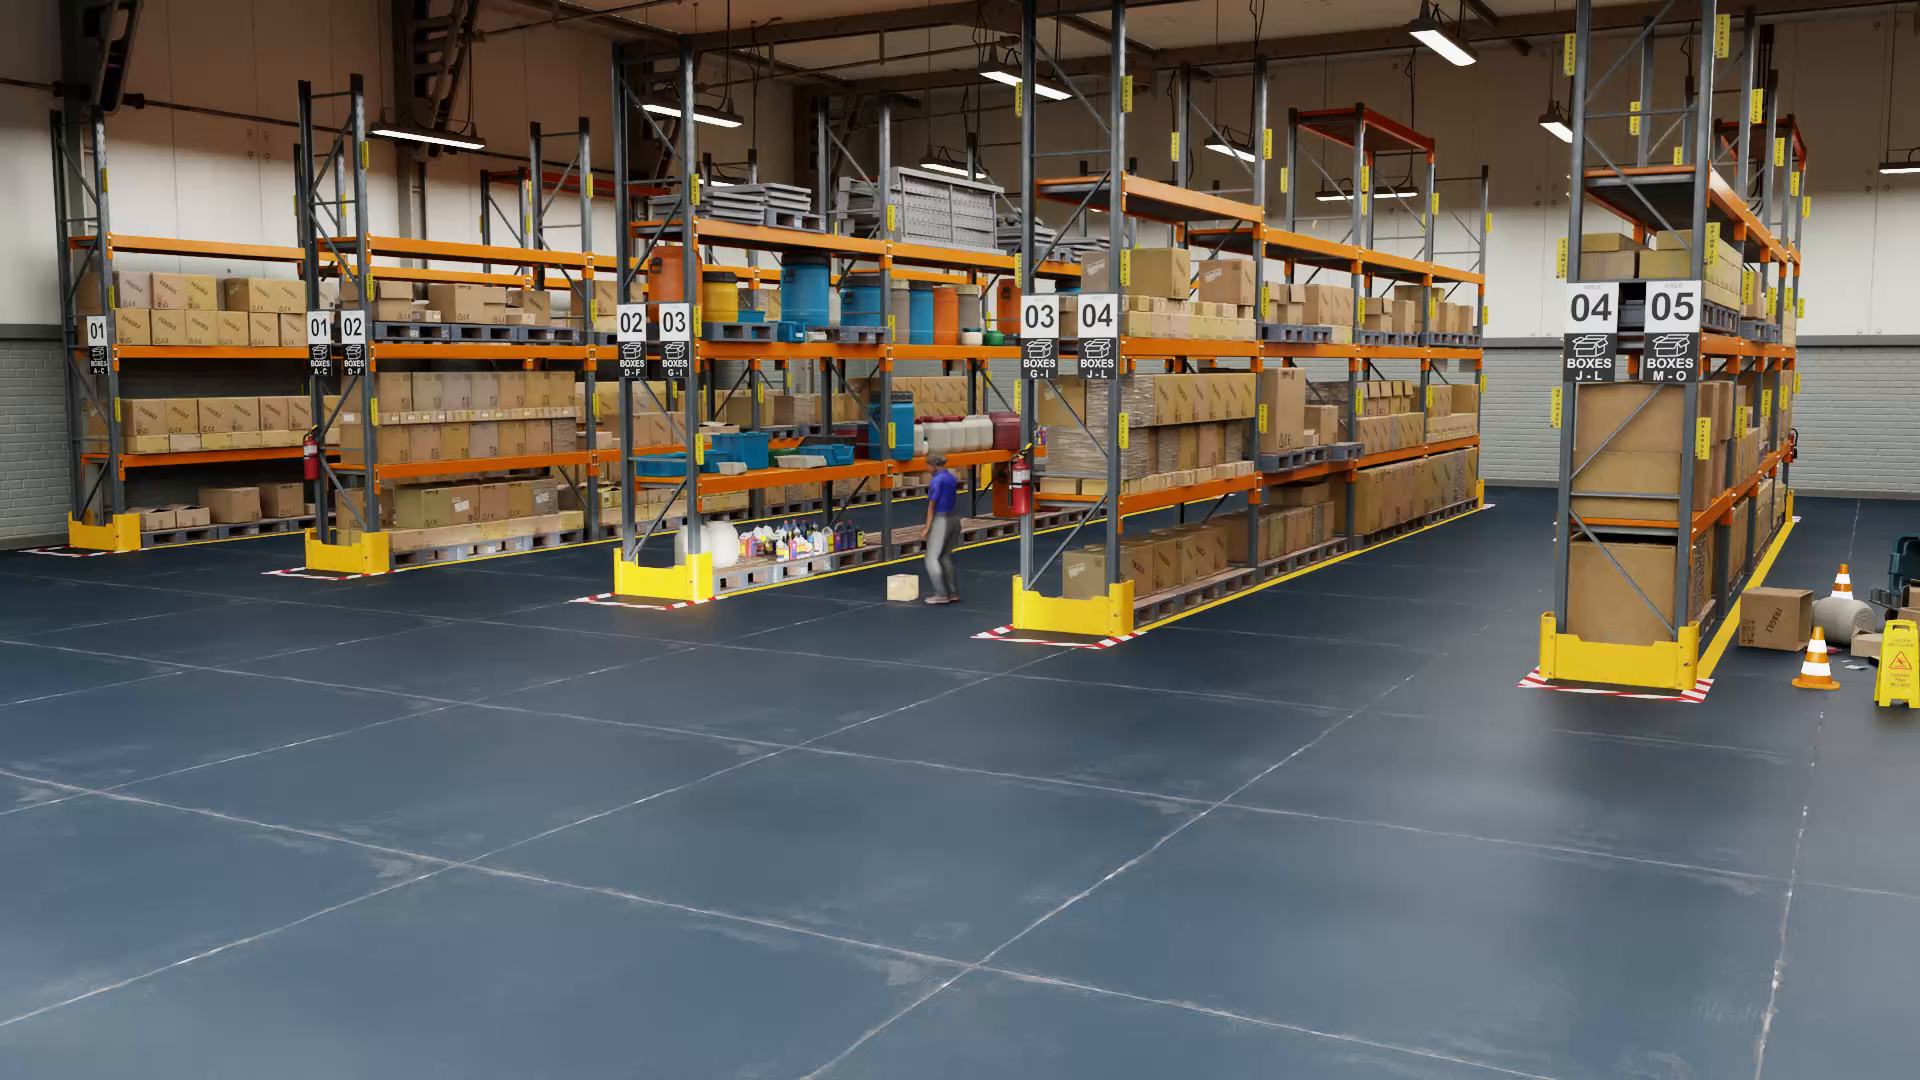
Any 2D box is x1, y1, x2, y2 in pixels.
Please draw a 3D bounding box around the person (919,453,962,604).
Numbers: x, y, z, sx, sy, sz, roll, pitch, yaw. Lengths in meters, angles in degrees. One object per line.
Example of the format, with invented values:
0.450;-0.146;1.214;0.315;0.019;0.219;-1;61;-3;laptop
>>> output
-0.206;-0.126;17.837;0.367;1.618;0.453;3;7;30;person
